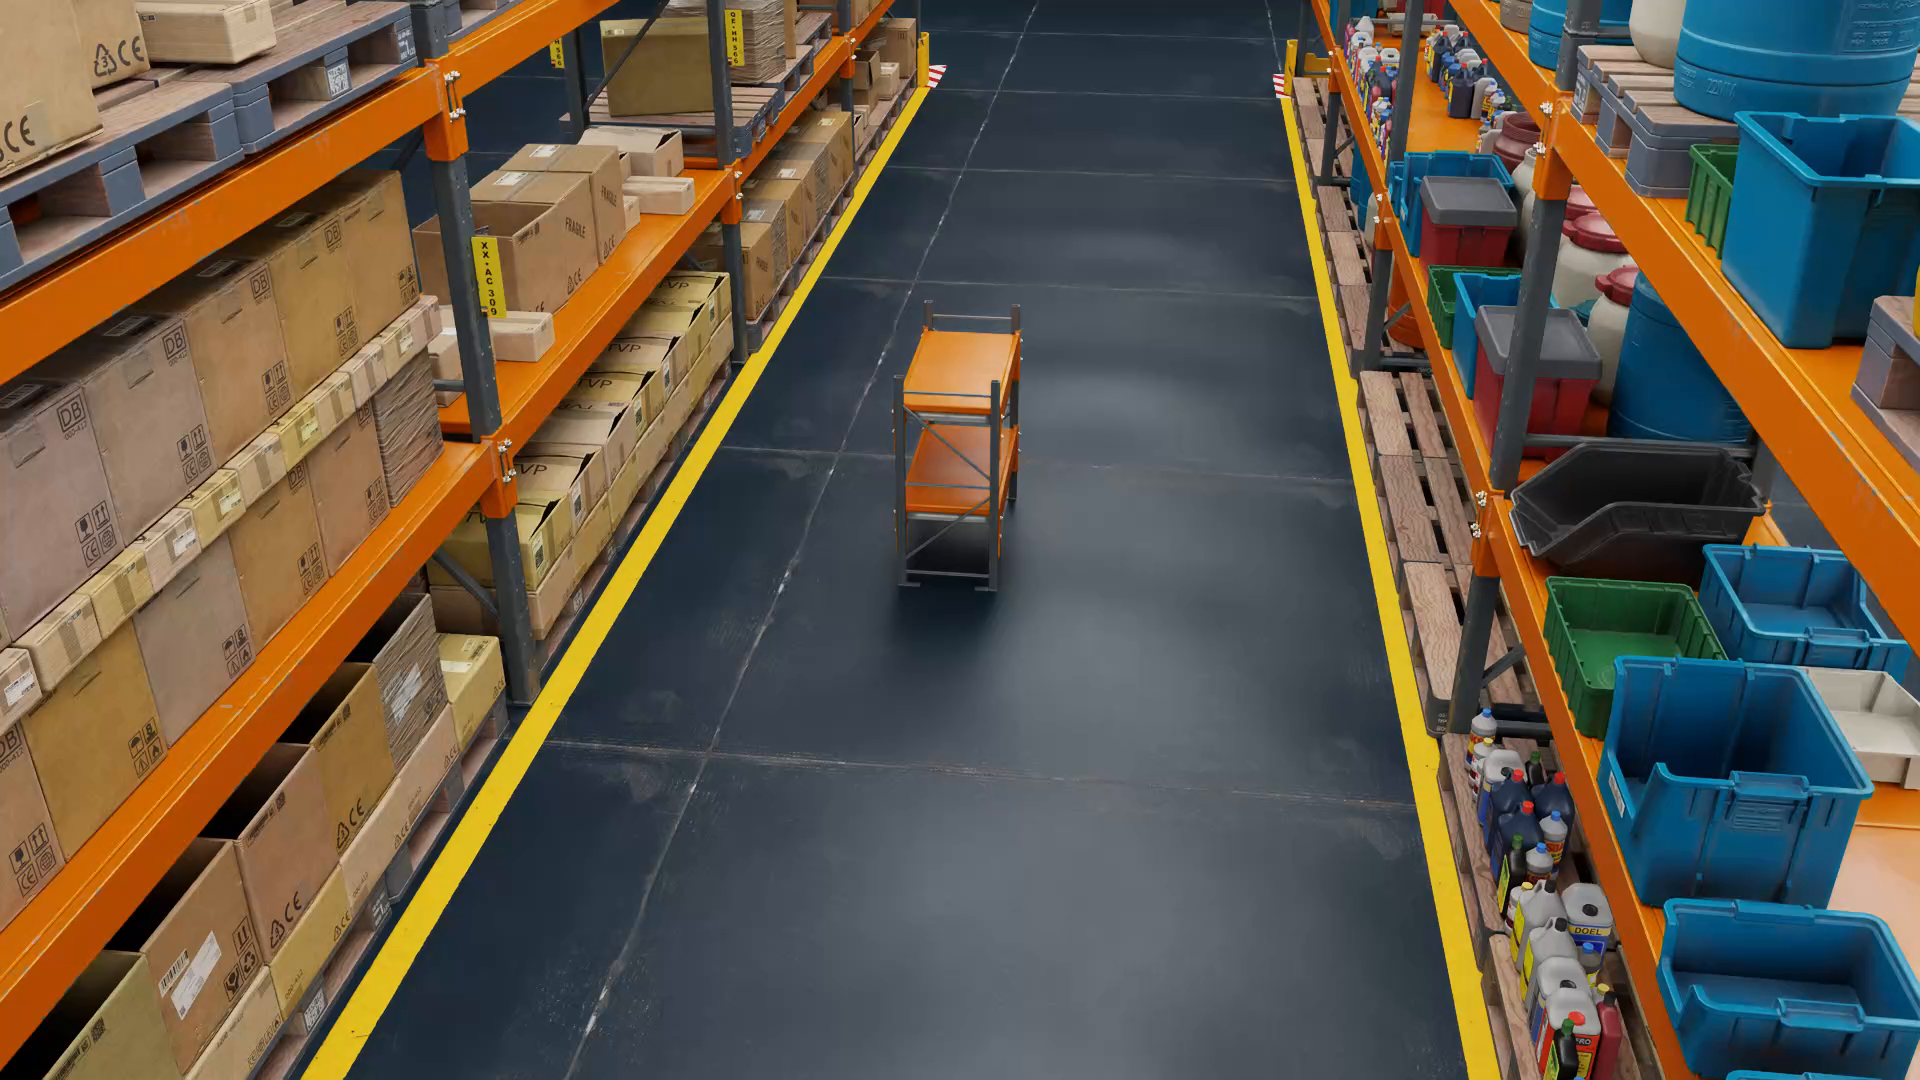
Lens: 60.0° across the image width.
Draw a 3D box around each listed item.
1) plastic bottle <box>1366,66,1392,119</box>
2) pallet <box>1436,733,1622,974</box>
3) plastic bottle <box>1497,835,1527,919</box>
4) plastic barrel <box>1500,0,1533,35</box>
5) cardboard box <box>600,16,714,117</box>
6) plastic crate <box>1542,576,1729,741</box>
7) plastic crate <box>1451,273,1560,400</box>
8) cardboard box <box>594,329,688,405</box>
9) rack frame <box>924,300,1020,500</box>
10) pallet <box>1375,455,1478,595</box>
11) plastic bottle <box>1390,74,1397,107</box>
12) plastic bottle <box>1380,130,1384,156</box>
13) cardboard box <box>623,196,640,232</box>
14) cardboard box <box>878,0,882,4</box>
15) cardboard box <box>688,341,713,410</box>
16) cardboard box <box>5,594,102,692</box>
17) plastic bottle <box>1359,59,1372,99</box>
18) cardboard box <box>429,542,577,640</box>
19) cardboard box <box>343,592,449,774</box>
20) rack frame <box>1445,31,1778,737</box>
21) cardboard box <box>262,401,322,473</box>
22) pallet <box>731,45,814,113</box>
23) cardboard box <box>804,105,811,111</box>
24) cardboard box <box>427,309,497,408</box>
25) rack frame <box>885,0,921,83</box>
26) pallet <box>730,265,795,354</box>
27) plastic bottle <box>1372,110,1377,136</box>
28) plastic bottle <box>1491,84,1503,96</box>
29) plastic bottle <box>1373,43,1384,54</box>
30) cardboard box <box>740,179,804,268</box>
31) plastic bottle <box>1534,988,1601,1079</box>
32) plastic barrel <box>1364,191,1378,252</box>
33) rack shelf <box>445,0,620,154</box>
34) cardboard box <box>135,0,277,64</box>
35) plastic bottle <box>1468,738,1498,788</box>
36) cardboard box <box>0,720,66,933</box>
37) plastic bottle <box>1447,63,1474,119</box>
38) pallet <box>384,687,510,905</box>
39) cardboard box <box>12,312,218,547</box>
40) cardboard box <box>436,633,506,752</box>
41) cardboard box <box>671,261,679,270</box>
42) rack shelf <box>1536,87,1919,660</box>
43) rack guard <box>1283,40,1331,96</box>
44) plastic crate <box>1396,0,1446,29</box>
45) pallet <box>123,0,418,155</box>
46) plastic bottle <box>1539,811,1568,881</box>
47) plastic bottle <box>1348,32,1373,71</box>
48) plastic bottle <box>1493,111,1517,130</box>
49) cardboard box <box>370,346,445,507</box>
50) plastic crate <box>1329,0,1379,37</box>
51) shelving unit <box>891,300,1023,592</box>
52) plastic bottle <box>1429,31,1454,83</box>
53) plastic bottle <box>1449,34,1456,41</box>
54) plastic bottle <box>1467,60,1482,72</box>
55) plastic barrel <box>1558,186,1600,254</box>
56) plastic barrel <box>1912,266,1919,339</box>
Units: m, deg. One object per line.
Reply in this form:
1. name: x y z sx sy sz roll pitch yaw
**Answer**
1. plastic bottle: 2.845 -3.035 11.272 0.144 0.351 0.185 3 28 6
2. pallet: 2.405 1.193 6.312 1.003 0.211 1.213 3 28 6
3. plastic bottle: 1.933 1.174 5.808 0.061 0.283 0.133 5 29 8
4. plastic barrel: 2.455 -2.449 6.442 0.600 0.901 0.600 0 28 0
5. cardboard box: -1.932 -3.052 10.705 0.700 0.500 0.500 -6 29 -11
6. plastic crate: 2.082 0.368 5.128 0.450 0.188 0.662 3 28 6
7. plastic crate: 2.355 -0.878 7.234 0.392 0.384 0.575 3 28 6
8. cardboard box: -1.839 -0.998 9.305 0.500 0.311 0.500 3 28 6
9. rack frame: 0.063 -0.738 8.933 0.500 1.125 0.032 3 28 6
10. pallet: 2.733 -0.068 8.654 1.003 0.211 1.213 3 28 6
11. plastic bottle: 2.950 -3.011 11.300 0.061 0.283 0.133 3 28 6
12. plastic bottle: 2.705 -2.520 10.475 0.097 0.201 0.097 0 28 0
13. cardboard box: -1.998 -1.806 9.205 0.380 0.149 0.250 5 29 10
14. cardboard box: -0.951 -5.148 15.037 0.500 0.500 0.500 3 28 6
15. cardboard box: -1.779 -0.990 9.881 0.500 0.250 0.500 3 28 6
16. cardboard box: -2.491 0.258 4.320 0.380 0.149 0.250 2 28 4
17. plastic bottle: 2.890 -3.263 11.780 0.097 0.271 0.097 0 28 0
18. cardboard box: -2.092 0.213 7.649 0.500 0.250 0.500 3 28 5
19. cardboard box: -2.300 0.524 6.281 0.500 0.500 0.500 3 28 6
20. rack frame: 2.528 -0.348 6.233 1.000 3.000 0.127 3 28 6
21. cardboard box: -2.334 -0.348 5.444 0.380 0.149 0.250 3 28 6
22. pallet: -1.663 -3.352 12.011 1.003 0.211 1.213 3 28 6
23. cardboard box: -1.619 -3.781 14.777 0.500 0.500 0.500 3 28 6
24. cardboard box: -2.370 -0.806 7.241 0.500 0.250 0.500 5 29 9
25. rack frame: -0.917 -6.286 17.255 1.000 3.000 0.127 3 28 6
26. pallet: -1.768 -1.642 11.575 1.003 0.211 1.213 3 28 6
27. plastic bottle: 2.765 -2.749 10.900 0.097 0.201 0.097 0 28 0
28. plastic bottle: 3.579 -2.906 11.104 0.061 0.283 0.133 3 28 6
29. plastic bottle: 3.155 -3.660 12.590 0.097 0.201 0.097 0 28 0
30. cardboard box: -1.433 -2.294 12.017 0.500 0.500 0.500 3 28 6
31. plastic bottle: 1.886 1.533 5.149 0.152 0.276 0.135 4 29 7
32. plastic barrel: 3.180 -2.354 12.137 0.421 0.512 0.421 0 28 0
33. rack shelf: -2.142 -2.583 7.977 1.077 0.370 4.000 3 28 6
34. cardboard box: -2.264 -1.510 4.903 0.380 0.149 0.250 3 28 6
35. plastic bottle: 2.042 0.863 6.473 0.097 0.201 0.097 0 28 0
36. cardboard box: -2.748 0.735 4.118 0.700 0.500 0.500 4 29 8
37. plastic bottle: 3.418 -3.067 11.333 0.144 0.351 0.185 3 28 6
38. pallet: -2.526 0.962 6.742 1.003 0.211 1.213 3 28 6
39. cardboard box: -2.620 -0.335 4.735 0.700 0.500 0.500 3 28 6
40. cardboard box: -2.227 0.619 6.894 0.500 0.250 0.500 3 28 6
41. cardboard box: -2.016 -2.067 11.597 0.500 0.500 0.500 4 29 8
42. rack shelf: 2.283 -0.410 3.945 1.077 0.370 4.000 3 28 6
43. rack guard: 3.989 -4.908 17.333 1.175 0.500 0.348 3 28 6
44. plastic crate: 3.867 -4.574 13.947 0.402 0.464 0.583 3 28 6
45. pallet: -2.466 -1.516 5.332 1.003 0.211 1.213 3 28 6
46. plastic bottle: 2.120 1.091 5.976 0.097 0.271 0.097 0 28 0
47. plastic bottle: 3.029 -3.691 12.569 0.152 0.276 0.135 3 28 6
48. plastic bottle: 3.449 -2.579 10.505 0.152 0.276 0.135 3 28 6
49. cardboard box: -2.435 -0.472 6.359 0.700 0.500 0.500 3 28 5
50. plastic crate: 3.227 -4.373 13.657 0.392 0.384 0.575 3 28 6
51. shelving unit: 0.001 -0.498 8.489 0.538 1.125 1.048 3 28 6
52. plastic bottle: 3.555 -3.562 12.250 0.144 0.351 0.185 3 28 6
53. plastic bottle: 3.736 -3.683 12.554 0.152 0.276 0.135 3 28 6
54. plastic bottle: 3.630 -3.273 11.793 0.152 0.276 0.135 3 28 6
55. plastic barrel: 3.006 -1.394 8.032 0.433 0.535 0.433 0 28 0
56. plastic barrel: 2.052 -0.597 2.892 0.600 0.588 0.600 0 28 0
